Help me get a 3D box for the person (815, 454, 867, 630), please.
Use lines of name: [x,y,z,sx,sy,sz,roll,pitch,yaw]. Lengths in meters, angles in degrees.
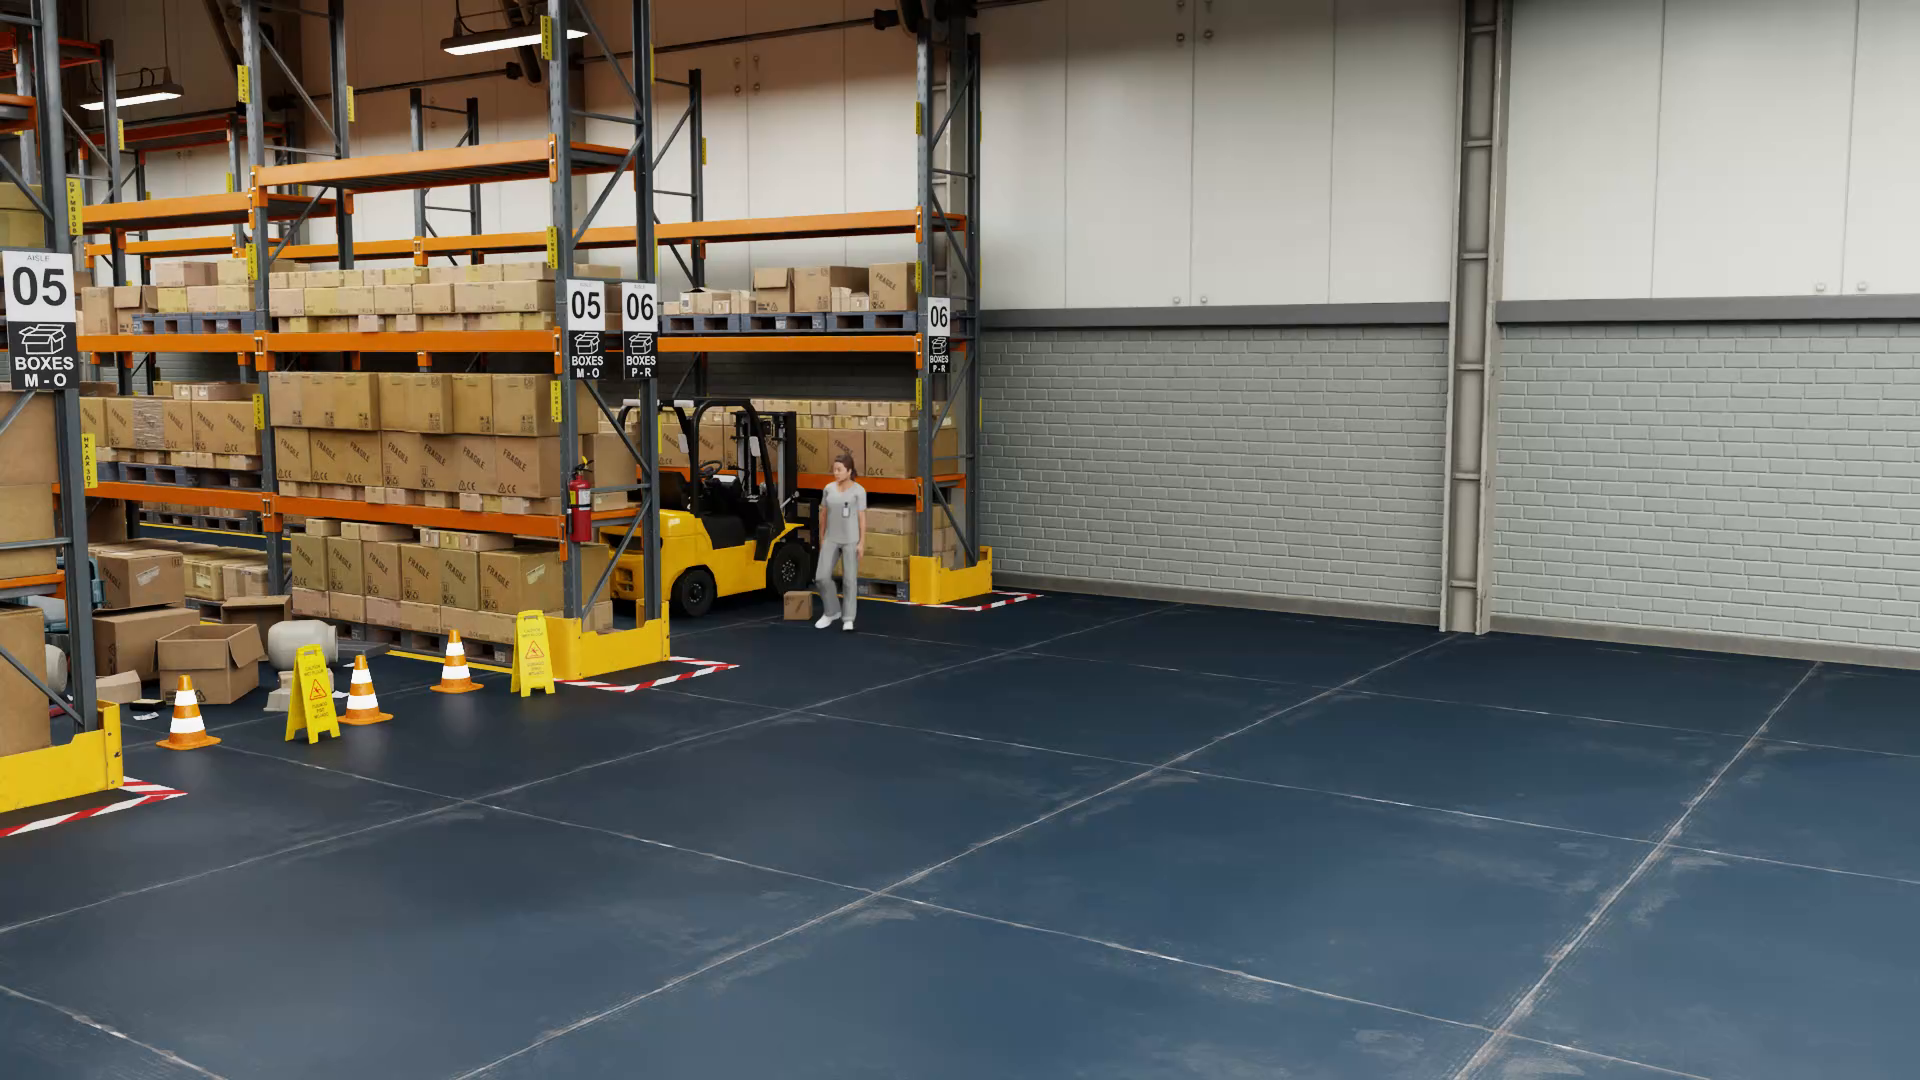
person: [-1.115,0.021,15.594,0.520,1.665,0.426,1,6,10]
